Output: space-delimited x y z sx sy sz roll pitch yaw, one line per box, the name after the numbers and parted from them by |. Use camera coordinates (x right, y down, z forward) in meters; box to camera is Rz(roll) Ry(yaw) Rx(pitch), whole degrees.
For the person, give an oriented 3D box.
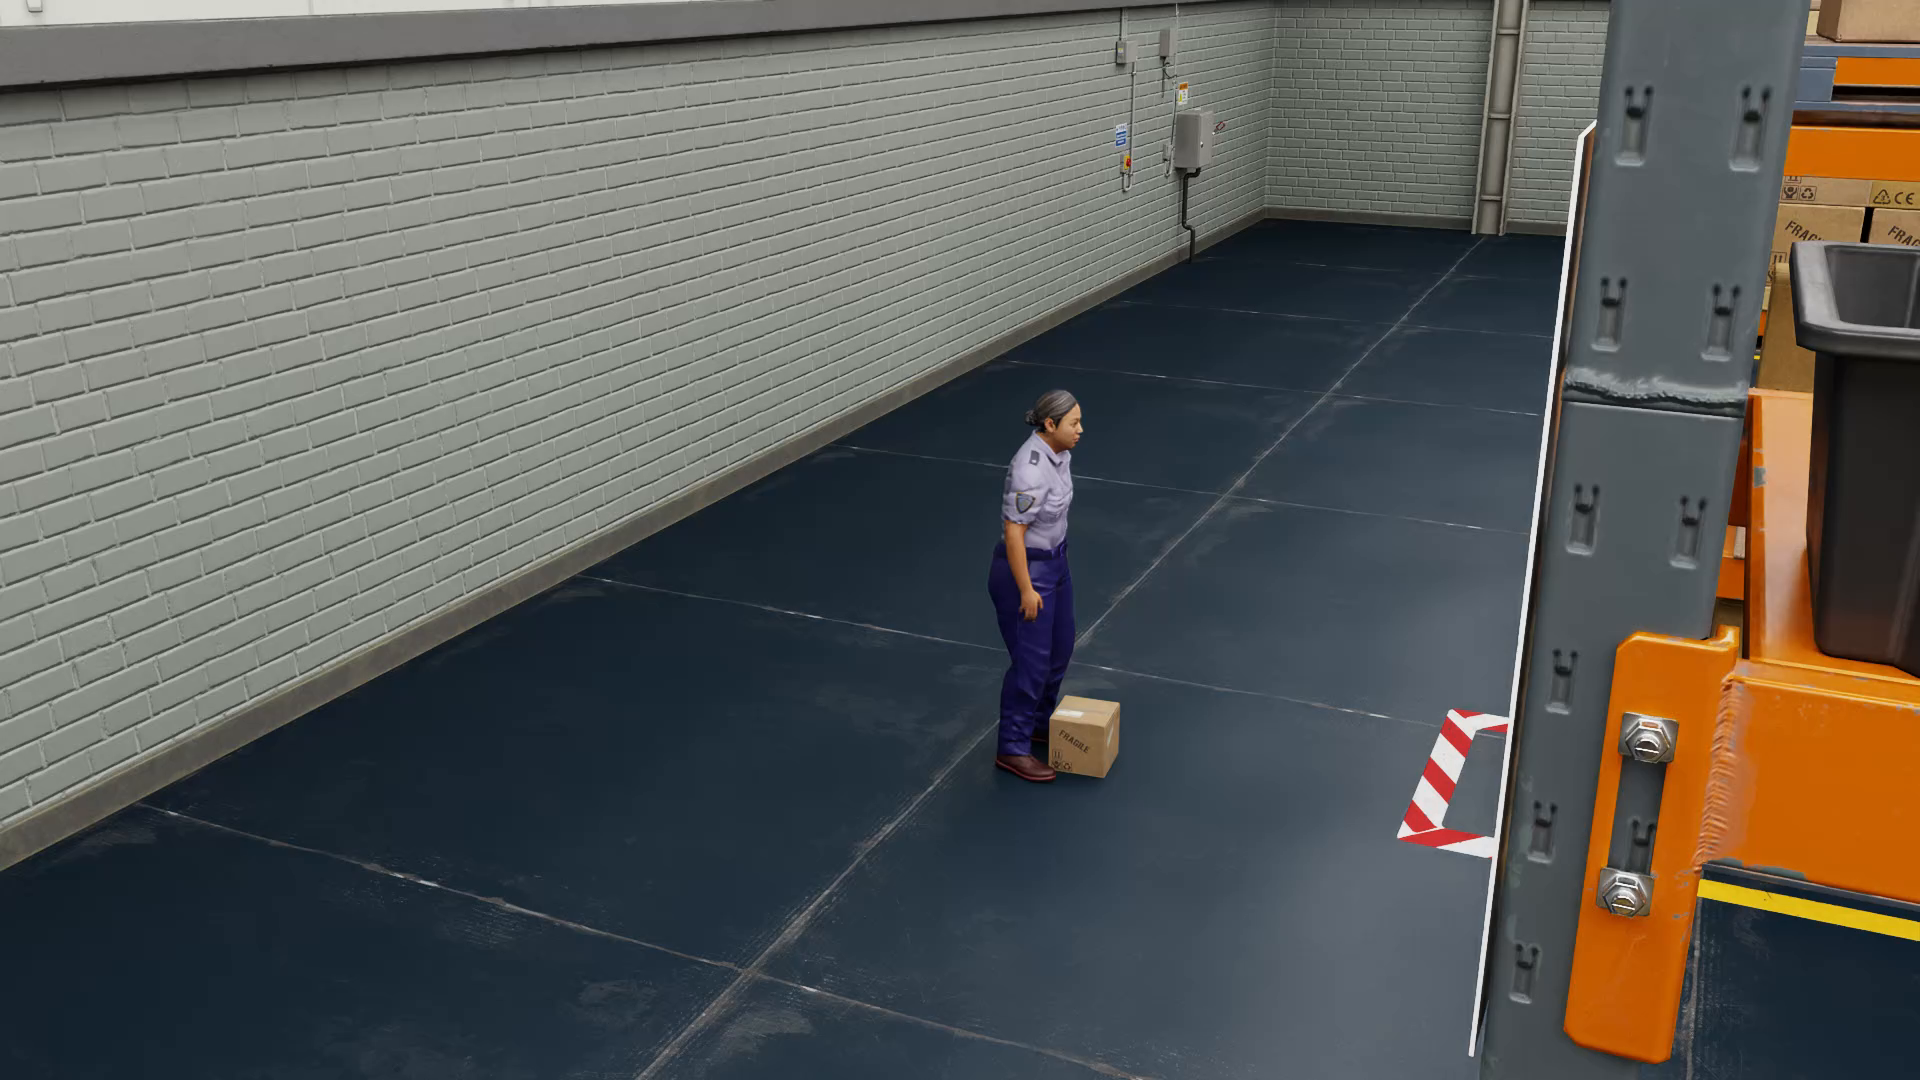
0.329 0.163 7.110 0.374 1.651 0.560 7 20 19 | person
